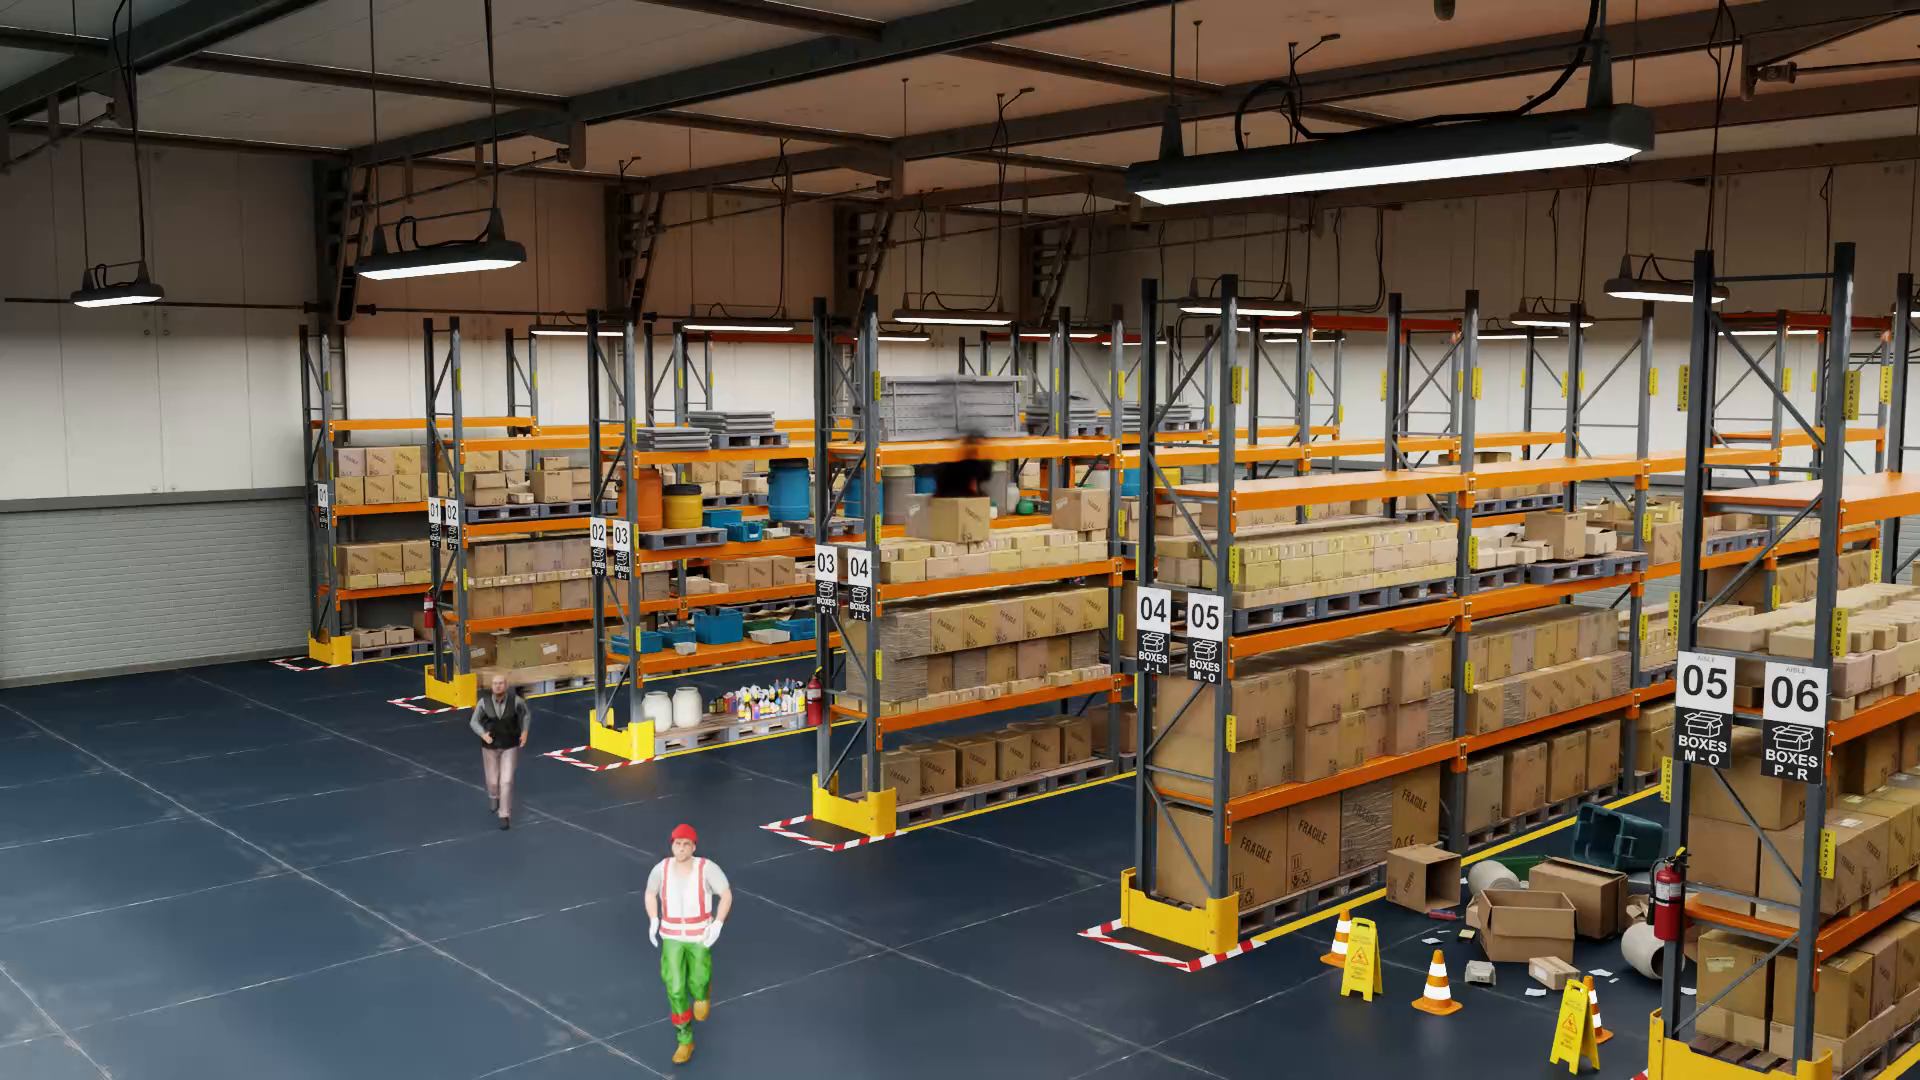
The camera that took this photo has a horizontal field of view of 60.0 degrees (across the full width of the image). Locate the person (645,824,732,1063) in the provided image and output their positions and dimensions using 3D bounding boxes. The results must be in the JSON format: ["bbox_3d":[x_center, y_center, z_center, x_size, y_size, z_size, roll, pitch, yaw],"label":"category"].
[{"bbox_3d":[-2.081,3.018,12.738,0.678,1.760,0.767,0,6,-1],"label":"person"}]

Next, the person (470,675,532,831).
[{"bbox_3d":[-5.258,2.393,19.080,0.683,1.732,0.816,-1,6,-12],"label":"person"}]

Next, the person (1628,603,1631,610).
[{"bbox_3d":[10.157,1.787,24.978,0.743,1.761,0.713,-5,8,-42],"label":"person"}]
